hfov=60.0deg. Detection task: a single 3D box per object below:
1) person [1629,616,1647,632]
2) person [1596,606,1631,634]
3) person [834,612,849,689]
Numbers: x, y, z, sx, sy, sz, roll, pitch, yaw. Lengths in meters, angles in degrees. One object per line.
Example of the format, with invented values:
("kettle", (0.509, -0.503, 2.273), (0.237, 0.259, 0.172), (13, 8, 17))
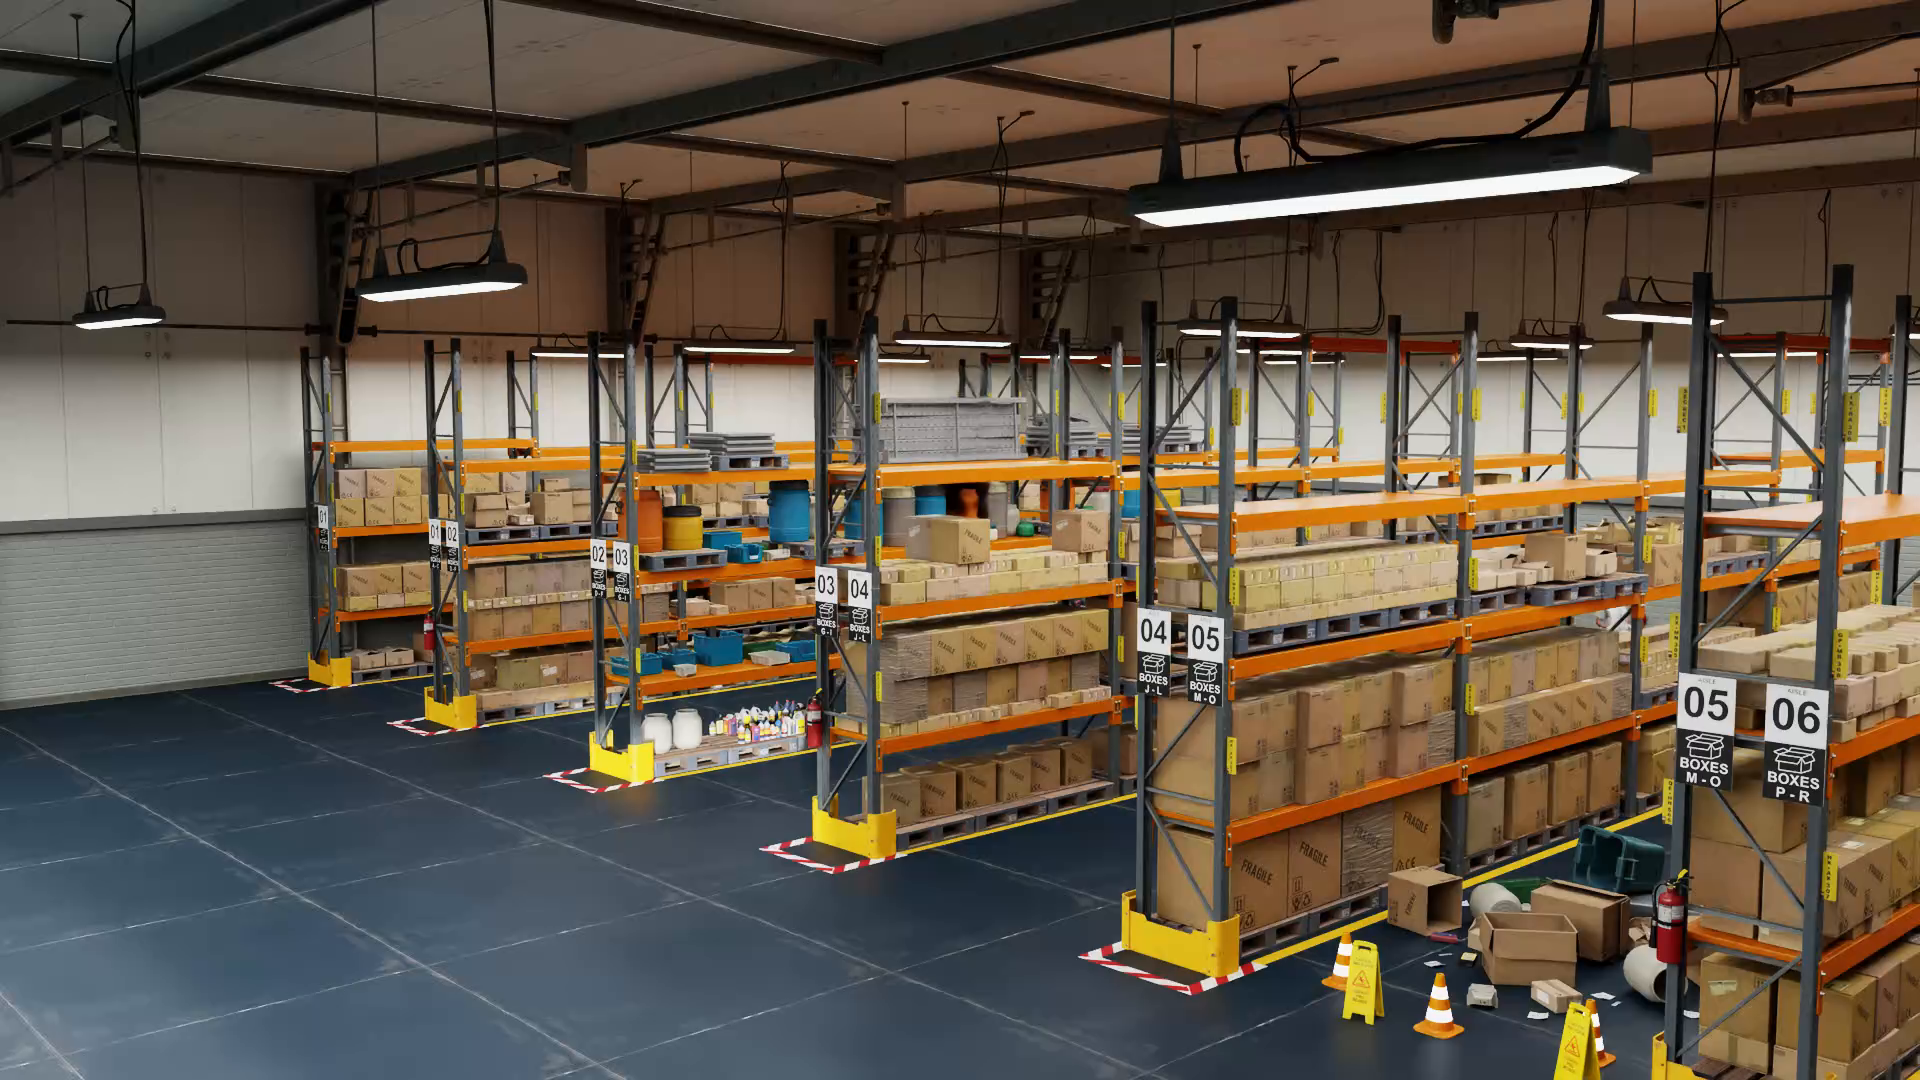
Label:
("person", (10.360, 2.021, 25.432), (0.873, 1.808, 0.664), (-4, 6, -38))
("person", (11.694, 1.699, 29.616), (0.733, 1.756, 0.754), (-1, 5, -13))
("person", (-1.929, 1.616, 27.988), (0.484, 1.753, 0.810), (3, 6, 34))
